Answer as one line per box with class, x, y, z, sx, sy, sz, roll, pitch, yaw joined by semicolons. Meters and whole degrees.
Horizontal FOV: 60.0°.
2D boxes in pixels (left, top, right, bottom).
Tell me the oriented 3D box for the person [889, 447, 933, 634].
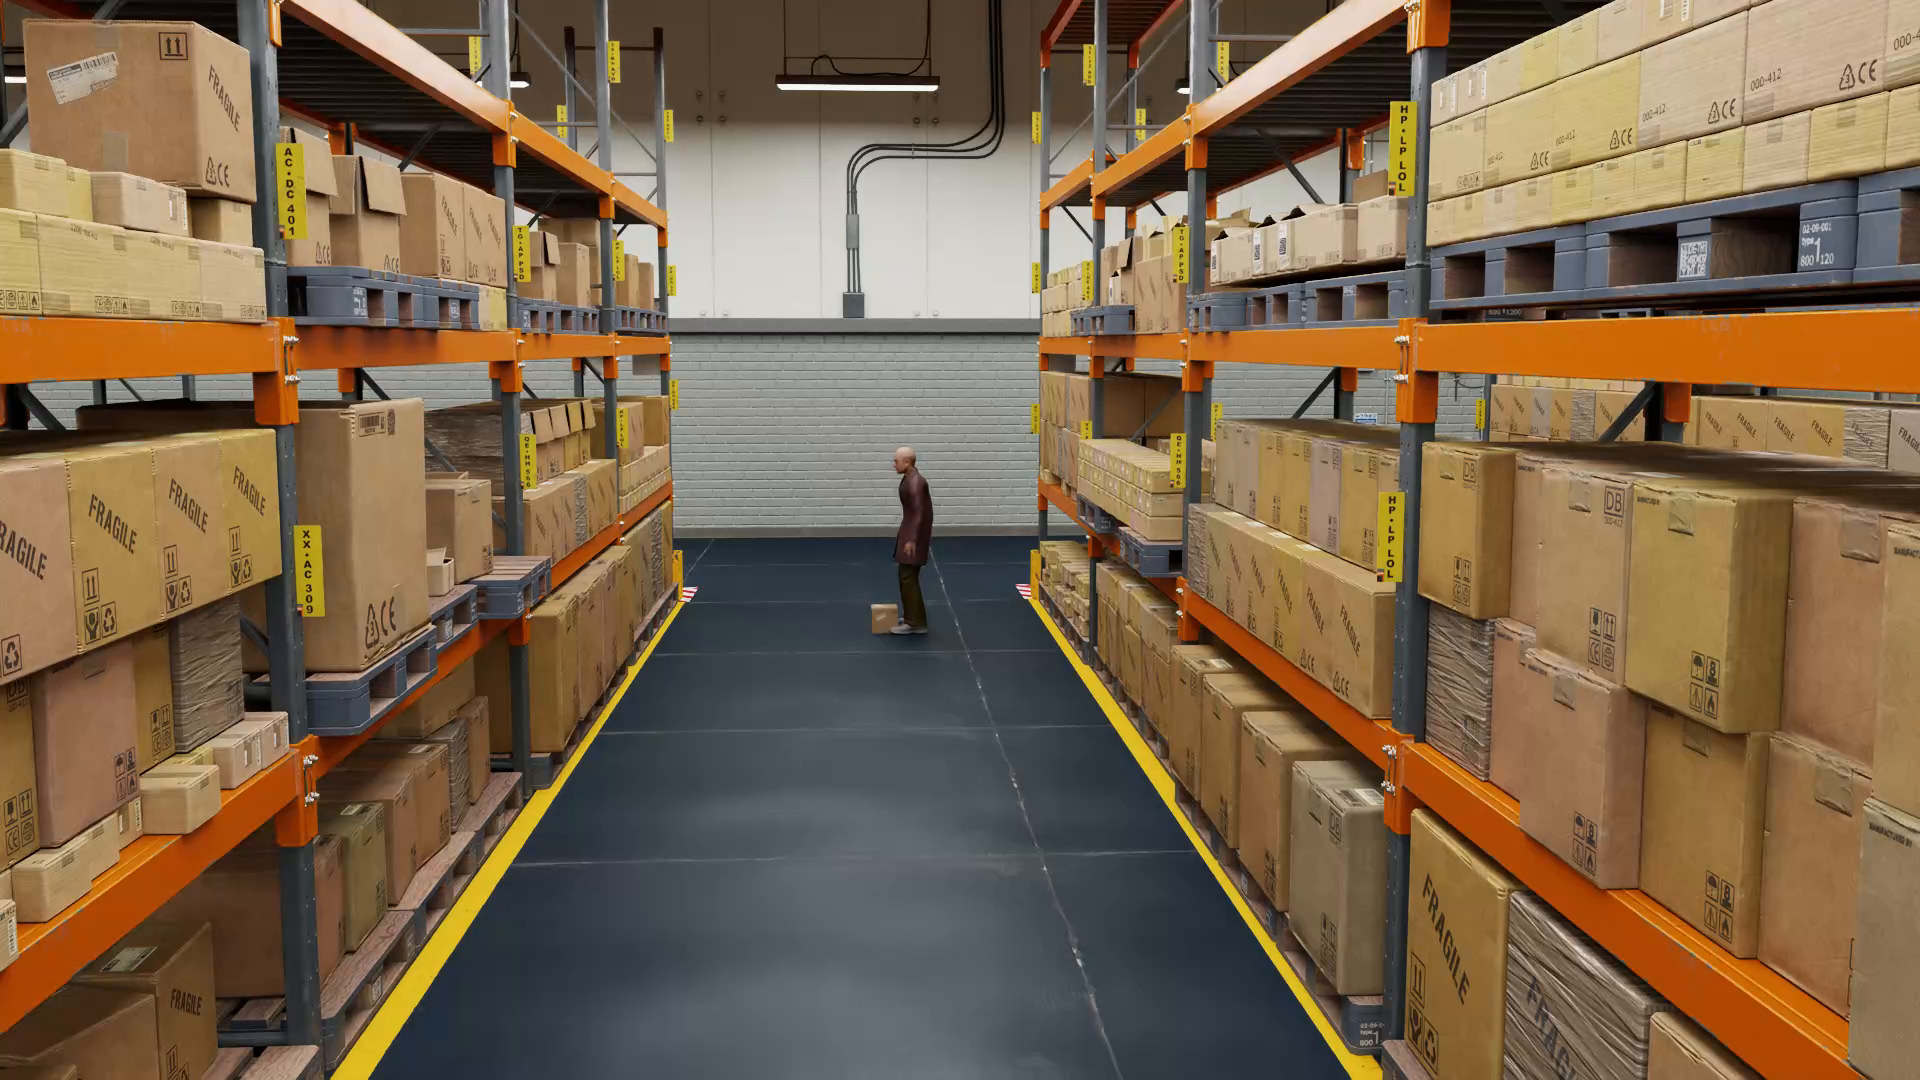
person;-0.472;0.015;15.830;0.428;1.738;0.642;-1;7;-6
